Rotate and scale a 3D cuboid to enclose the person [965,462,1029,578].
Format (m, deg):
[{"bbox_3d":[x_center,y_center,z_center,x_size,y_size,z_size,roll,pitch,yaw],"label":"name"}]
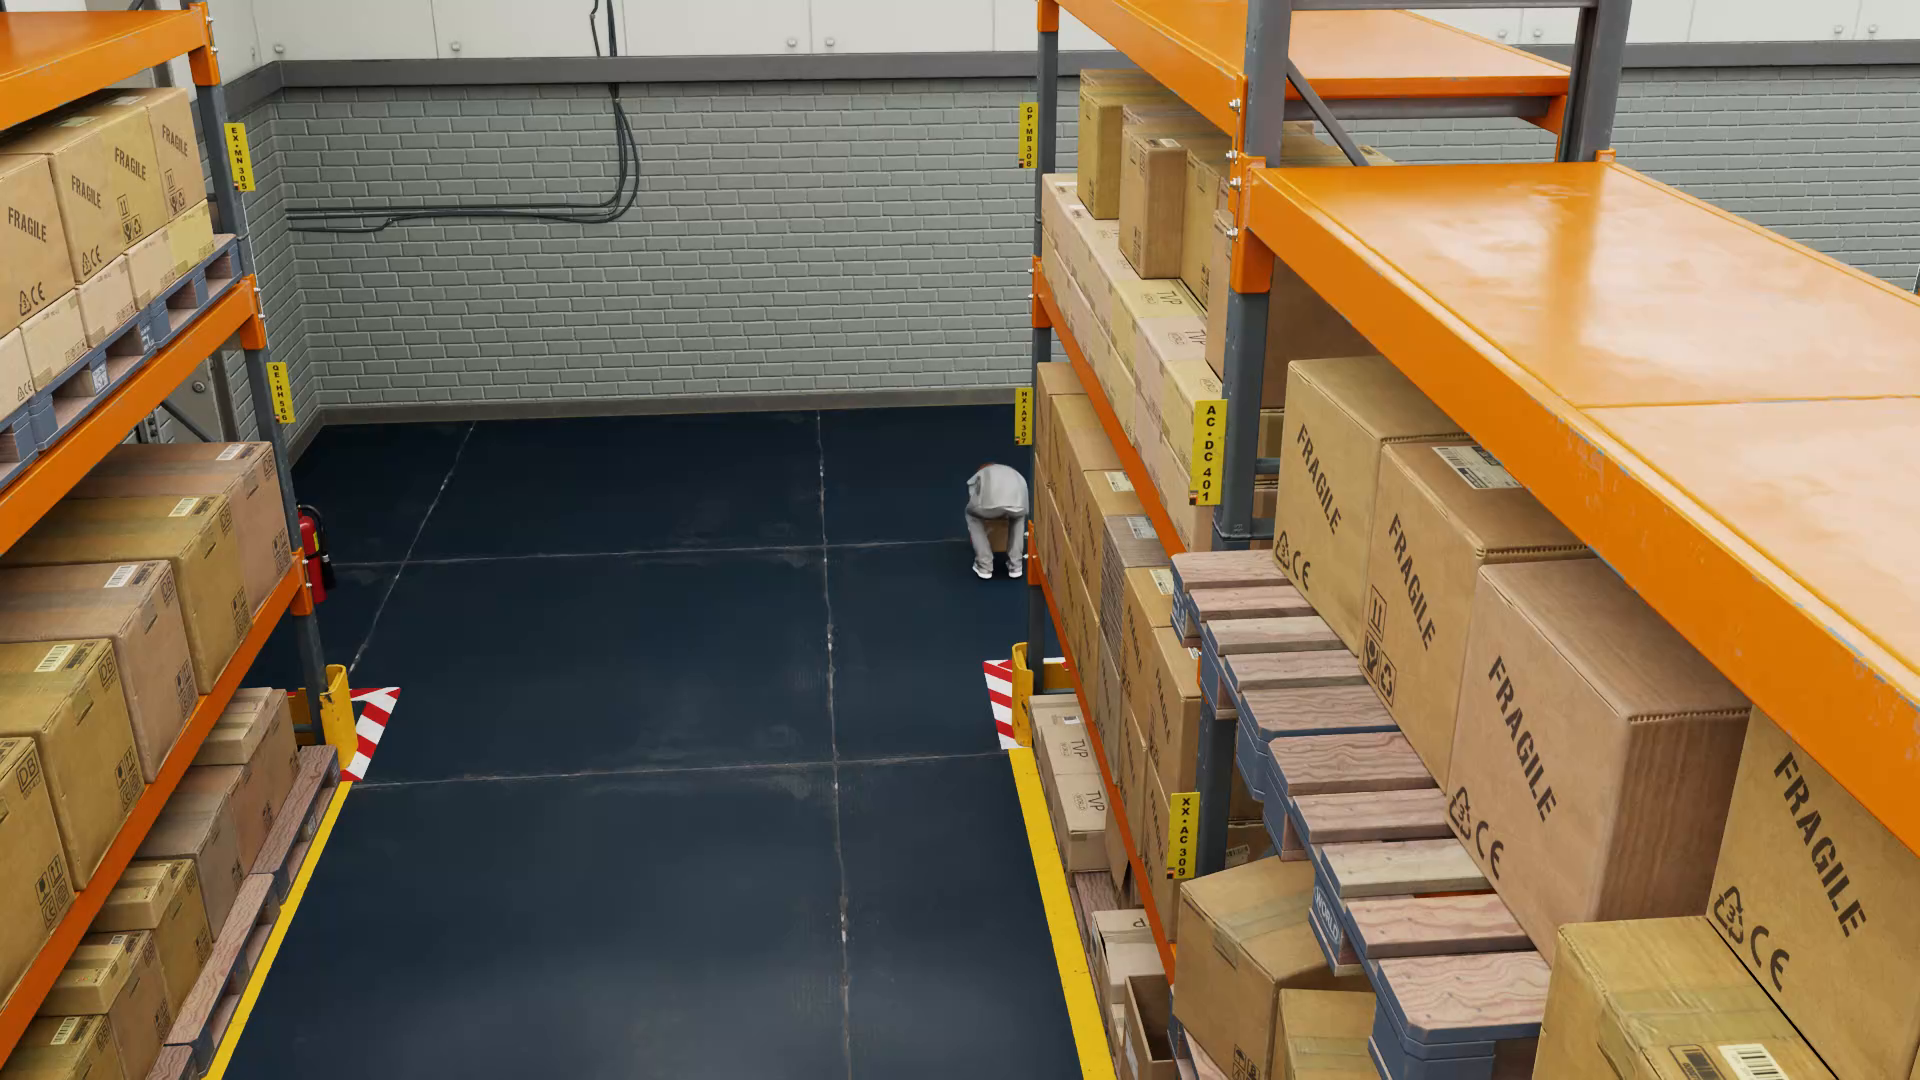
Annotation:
[{"bbox_3d":[0.252,-0.183,11.716,0.433,0.807,0.864,-3,24,-7],"label":"person"}]
